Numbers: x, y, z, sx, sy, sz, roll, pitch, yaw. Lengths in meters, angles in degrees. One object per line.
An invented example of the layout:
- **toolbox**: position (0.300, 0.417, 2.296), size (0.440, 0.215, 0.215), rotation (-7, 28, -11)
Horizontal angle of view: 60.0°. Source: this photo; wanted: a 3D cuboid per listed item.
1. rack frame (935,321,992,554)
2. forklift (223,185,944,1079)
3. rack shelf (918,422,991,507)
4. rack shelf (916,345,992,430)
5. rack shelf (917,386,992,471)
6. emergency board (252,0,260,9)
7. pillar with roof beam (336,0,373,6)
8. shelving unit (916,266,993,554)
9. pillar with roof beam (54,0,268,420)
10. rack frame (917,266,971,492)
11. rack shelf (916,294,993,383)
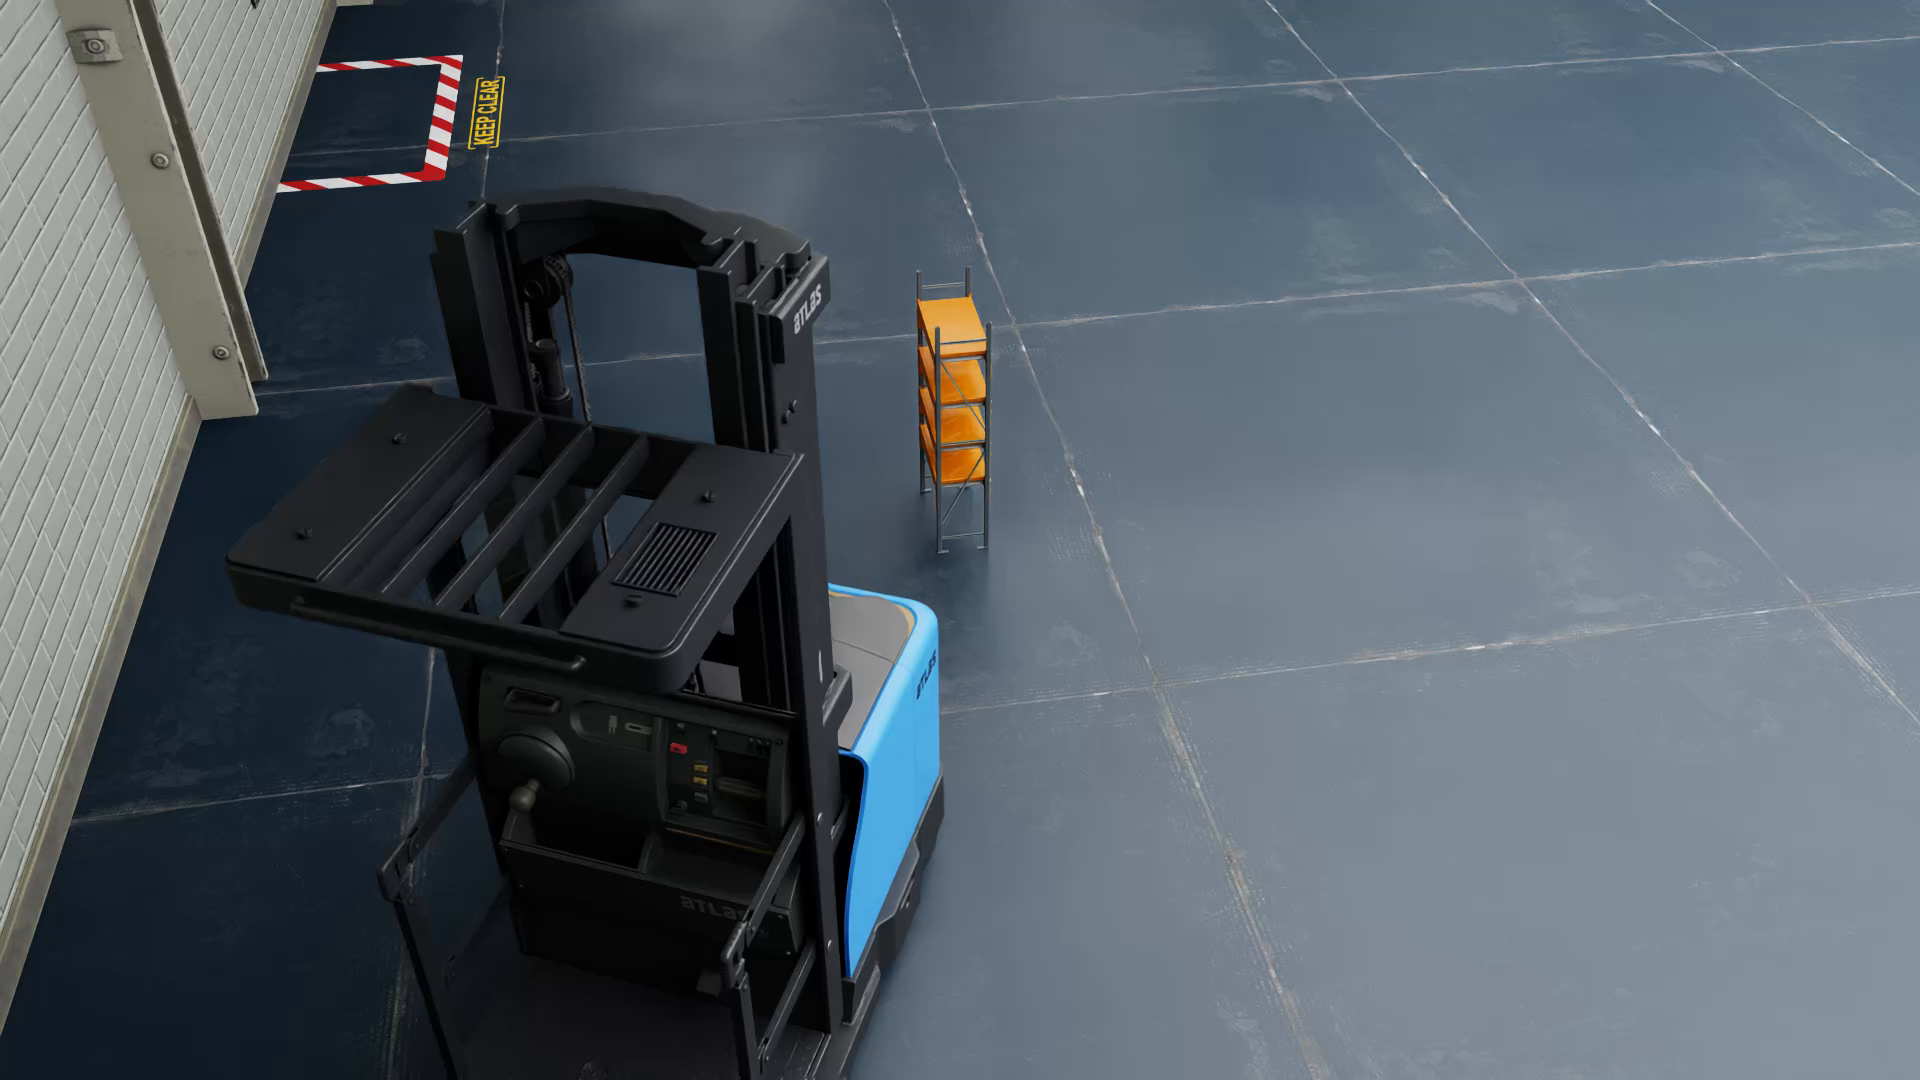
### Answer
- **rack frame**: position (0.014, -0.426, 7.321), size (0.240, 1.200, 0.015), rotation (-6, 38, -8)
- **forklift**: position (-0.976, 0.689, 4.474), size (1.130, 2.935, 3.031), rotation (11, 39, 13)
- **rack shelf**: position (-0.029, -0.364, 7.674), size (0.258, 0.148, 0.480), rotation (-6, 38, -8)
- **rack shelf**: position (-0.029, -0.697, 7.415), size (0.258, 0.148, 0.480), rotation (-6, 38, -8)
- **rack shelf**: position (-0.029, -0.521, 7.552), size (0.258, 0.148, 0.480), rotation (-6, 38, -8)
- **emergency board**: position (-4.487, -4.054, 10.523), size (0.157, 1.169, 0.626), rotation (-6, 38, -8)
- **pillar with roof beam**: position (-0.628, -8.390, 11.215), size (9.100, 9.000, 0.400), rotation (-6, 38, -8)
- **shelving unit**: position (-0.029, -0.574, 7.511), size (0.258, 1.200, 0.503), rotation (-6, 38, -8)
- **pillar with roof beam**: position (0.424, -4.766, 6.550), size (9.100, 9.000, 0.400), rotation (-6, 38, -8)
- **rack frame**: position (-0.072, -0.721, 7.700), size (0.240, 1.200, 0.015), rotation (-6, 38, -8)
- **rack shelf**: position (-0.029, -0.884, 7.270), size (0.258, 0.148, 0.480), rotation (-6, 38, -8)
